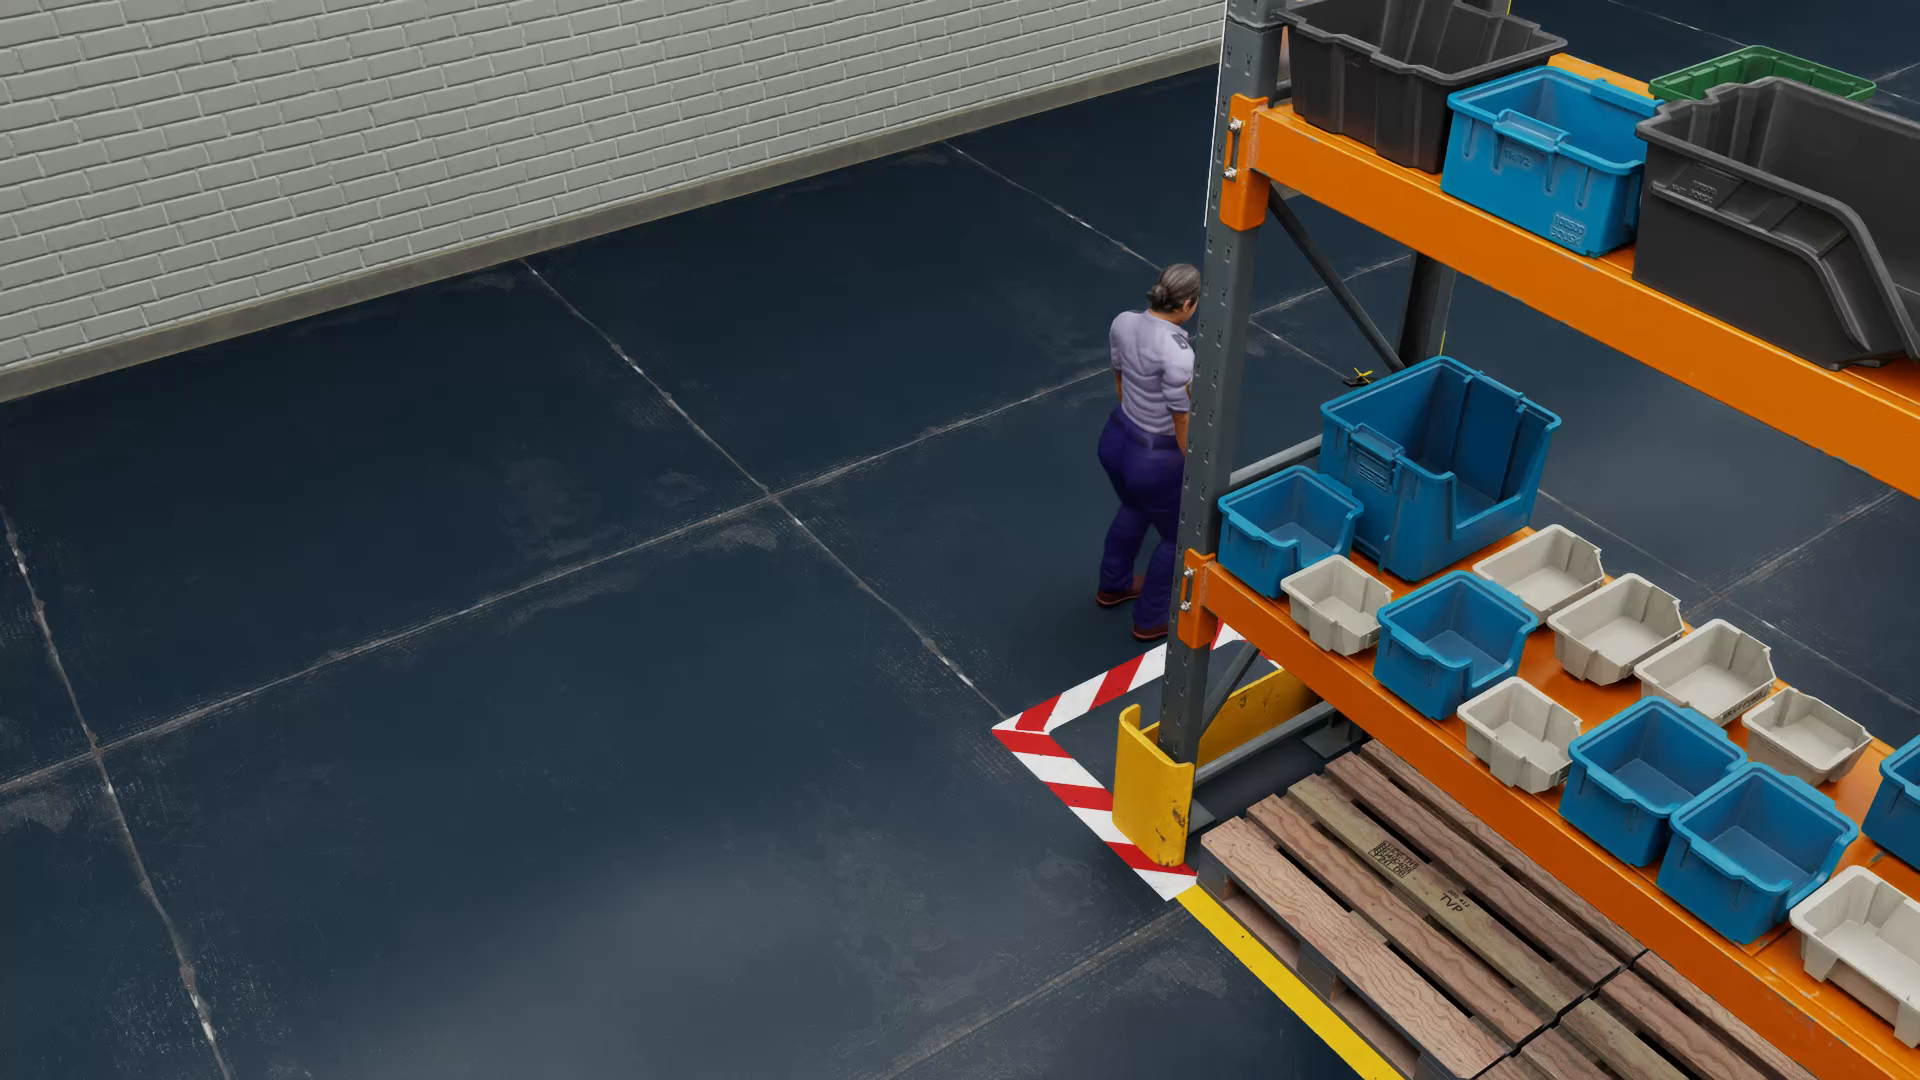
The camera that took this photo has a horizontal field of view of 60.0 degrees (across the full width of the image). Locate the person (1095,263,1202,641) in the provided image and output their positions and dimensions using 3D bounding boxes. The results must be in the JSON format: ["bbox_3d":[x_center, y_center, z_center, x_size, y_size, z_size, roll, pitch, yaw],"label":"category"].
[{"bbox_3d":[0.758,-0.351,6.666,0.372,1.621,0.489,-19,41,-24],"label":"person"}]
